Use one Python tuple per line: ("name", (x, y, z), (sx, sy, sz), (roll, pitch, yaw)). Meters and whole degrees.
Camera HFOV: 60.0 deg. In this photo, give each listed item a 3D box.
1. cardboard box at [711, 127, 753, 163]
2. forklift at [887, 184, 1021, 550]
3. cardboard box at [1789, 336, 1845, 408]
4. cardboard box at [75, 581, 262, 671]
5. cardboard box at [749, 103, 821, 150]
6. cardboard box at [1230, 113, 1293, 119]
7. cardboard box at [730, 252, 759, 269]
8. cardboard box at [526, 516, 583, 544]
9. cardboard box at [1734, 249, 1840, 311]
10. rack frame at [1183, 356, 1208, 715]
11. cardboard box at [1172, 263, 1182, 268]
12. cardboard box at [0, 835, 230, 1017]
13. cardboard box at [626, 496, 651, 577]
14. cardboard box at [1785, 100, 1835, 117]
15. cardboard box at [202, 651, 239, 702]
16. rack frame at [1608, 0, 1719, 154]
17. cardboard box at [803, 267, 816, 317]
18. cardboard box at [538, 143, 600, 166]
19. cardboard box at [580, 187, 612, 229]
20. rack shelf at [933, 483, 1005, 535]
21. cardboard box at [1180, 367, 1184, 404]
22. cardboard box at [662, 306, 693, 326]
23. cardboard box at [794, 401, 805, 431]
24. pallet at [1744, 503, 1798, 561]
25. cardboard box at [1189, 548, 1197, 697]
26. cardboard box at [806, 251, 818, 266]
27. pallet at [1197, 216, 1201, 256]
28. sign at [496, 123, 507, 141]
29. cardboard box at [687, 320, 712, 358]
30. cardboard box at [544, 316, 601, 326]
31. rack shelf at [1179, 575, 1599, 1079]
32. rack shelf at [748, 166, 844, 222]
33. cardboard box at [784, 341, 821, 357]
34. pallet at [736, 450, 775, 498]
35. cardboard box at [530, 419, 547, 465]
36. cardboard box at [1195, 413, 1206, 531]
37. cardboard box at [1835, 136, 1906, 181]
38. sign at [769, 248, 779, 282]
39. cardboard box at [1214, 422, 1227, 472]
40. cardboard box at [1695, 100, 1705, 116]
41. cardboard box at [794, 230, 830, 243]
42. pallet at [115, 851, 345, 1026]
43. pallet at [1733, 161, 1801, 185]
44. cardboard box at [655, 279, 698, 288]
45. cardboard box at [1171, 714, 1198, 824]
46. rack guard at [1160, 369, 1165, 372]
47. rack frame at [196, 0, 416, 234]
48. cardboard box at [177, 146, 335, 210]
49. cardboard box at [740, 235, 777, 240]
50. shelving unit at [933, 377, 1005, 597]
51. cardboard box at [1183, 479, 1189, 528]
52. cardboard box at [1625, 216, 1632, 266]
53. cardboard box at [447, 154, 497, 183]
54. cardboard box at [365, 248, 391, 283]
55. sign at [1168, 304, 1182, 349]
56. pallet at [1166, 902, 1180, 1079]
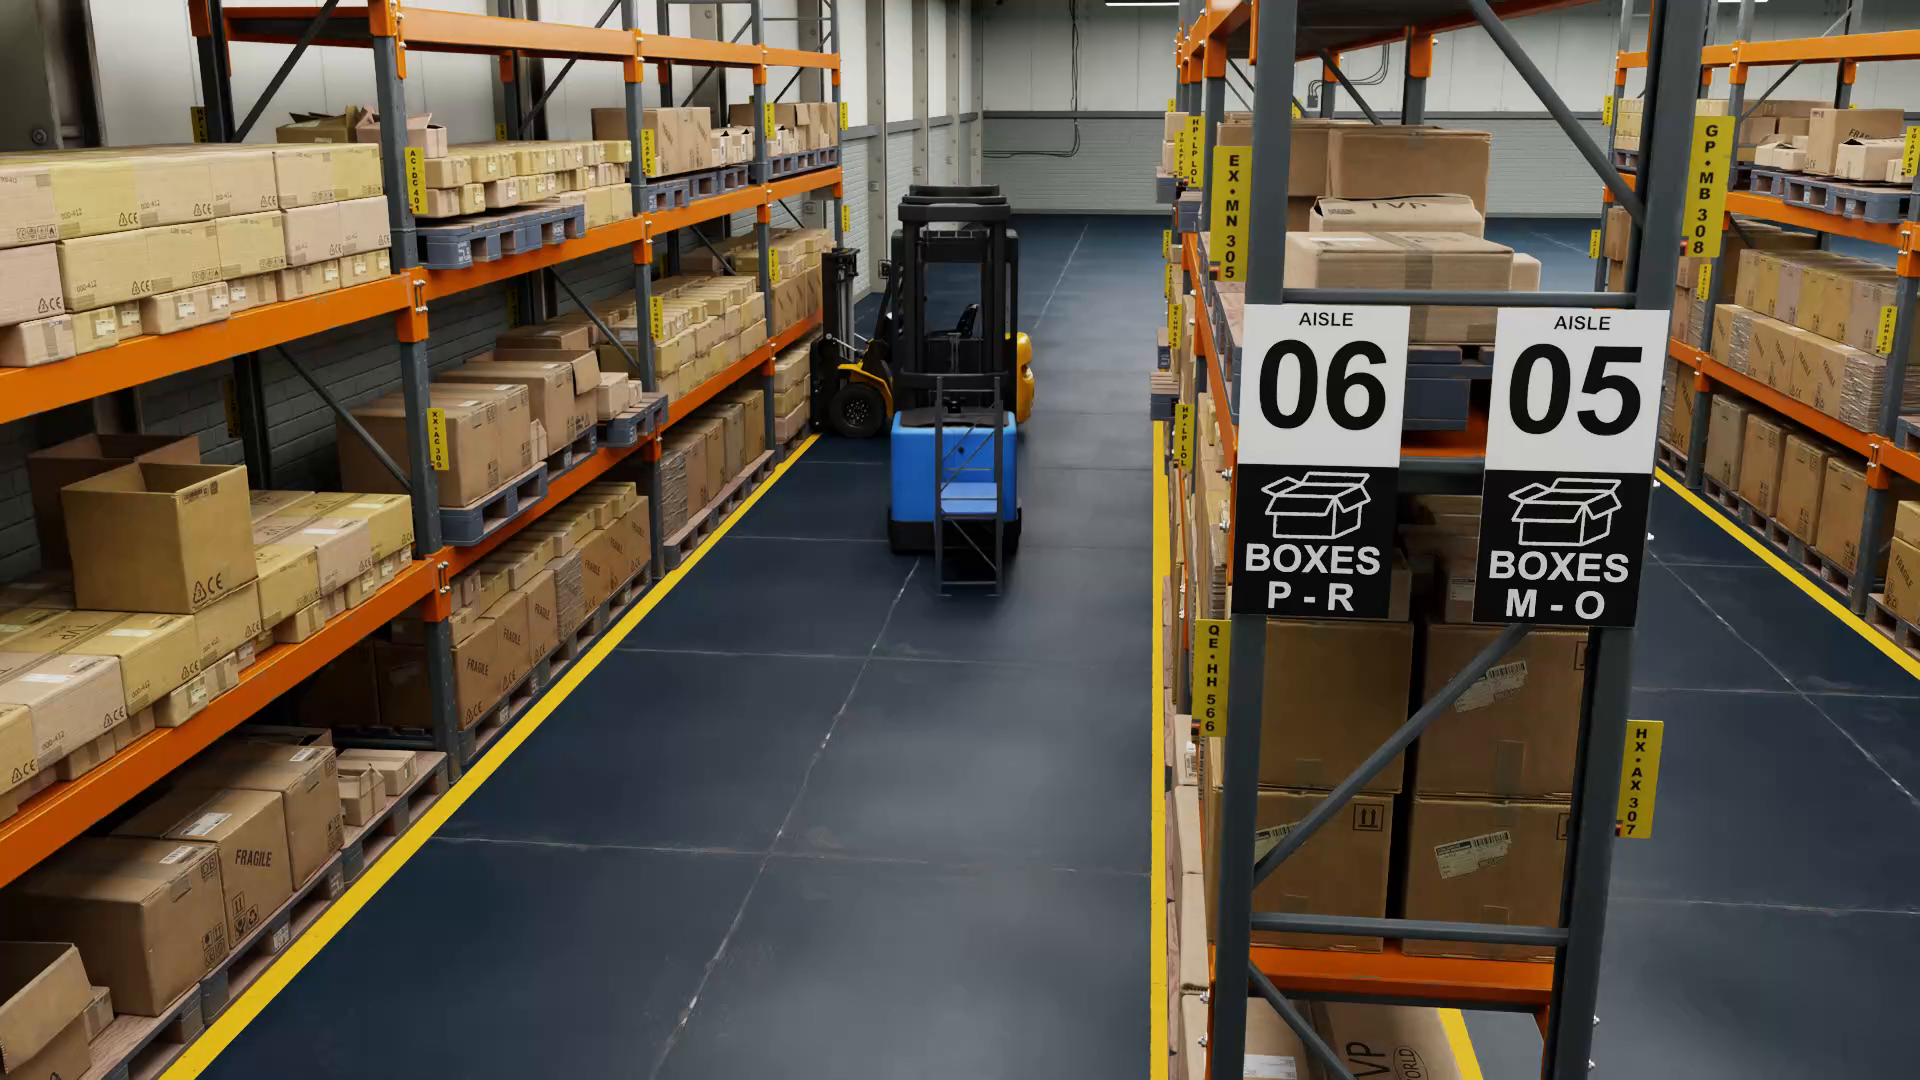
("cardboard box", (-2.215, -3.659, 15.377), (0.500, 0.311, 0.500), (1, 15, 4))
("forklift", (-0.046, -1.659, 14.683), (1.130, 2.935, 3.031), (0, 15, 0))
("cardboard box", (6.934, -1.328, 13.135), (0.500, 0.500, 0.500), (1, 15, 5))
("cardboard box", (-3.263, 0.338, 6.885), (0.500, 0.250, 0.500), (1, 15, 5))
("cardboard box", (-1.947, -4.598, 18.487), (0.700, 0.500, 0.500), (2, 15, 7))
("cardboard box", (2.525, -3.453, 13.965), (0.500, 0.250, 0.500), (2, 15, 7))
("cardboard box", (-2.122, -2.848, 16.945), (0.380, 0.149, 0.250), (2, 15, 7))
("cardboard box", (-2.807, -0.064, 11.393), (0.380, 0.149, 0.250), (1, 15, 5))
("cardboard box", (7.437, -2.335, 14.945), (0.700, 0.500, 0.500), (1, 15, 5))
("rack frame", (1.654, 0.022, 8.335), (1.000, 3.000, 0.127), (2, 15, 6))
("cardboard box", (2.219, -2.334, 15.483), (0.500, 0.500, 0.500), (2, 15, 8))
("cardboard box", (-3.431, 1.542, 6.699), (0.700, 0.500, 0.500), (2, 15, 9))
("cardboard box", (-2.661, -0.041, 12.551), (0.500, 0.500, 0.500), (2, 15, 8))
("cardboard box", (7.866, -3.980, 15.347), (0.380, 0.149, 0.250), (2, 15, 7))
("cardboard box", (-3.215, 0.557, 6.838), (0.380, 0.149, 0.250), (2, 15, 8))
("rack frame", (7.938, -5.867, 18.619), (1.000, 3.000, 0.127), (2, 15, 6))
("cardboard box", (-1.890, -2.751, 18.397), (0.500, 0.500, 0.500), (2, 15, 7))
("cardboard box", (-2.686, -2.639, 11.382), (0.380, 0.149, 0.250), (1, 15, 4))
("cardboard box", (-2.699, -2.266, 11.336), (0.500, 0.250, 0.500), (2, 15, 6))
("rack shelf", (0.066, -0.259, 12.934), (0.538, 0.185, 1.000), (0, 15, 0))
("cardboard box", (1.803, -1.060, 11.667), (0.500, 0.250, 0.500), (2, 15, 6))
("cardboard box", (-2.450, -1.867, 13.886), (0.380, 0.149, 0.250), (2, 15, 7))
("cardboard box", (-1.950, -1.322, 17.766), (0.500, 0.250, 0.500), (1, 15, 5))
("pallet", (7.340, -0.068, 14.008), (1.003, 0.211, 1.213), (2, 15, 6))
("cardboard box", (1.218, 0.347, 6.942), (0.500, 0.500, 0.500), (2, 15, 7))
("cardboard box", (-1.805, -3.165, 18.688), (0.380, 0.149, 0.250), (2, 15, 7))
("pallet", (1.709, -1.573, 8.853), (0.805, 0.209, 1.217), (1, 15, 4))
("sign", (-3.377, -2.915, 12.307), (0.100, 0.325, 0.005), (2, 15, 6))
("cardboard box", (-2.399, -1.703, 14.042), (0.500, 0.250, 0.500), (1, 15, 5))
("cardboard box", (-3.072, -1.684, 13.208), (0.380, 0.149, 0.250), (2, 15, 8))
("rack shelf", (1.429, 0.888, 6.510), (1.077, 0.370, 4.000), (2, 15, 6))
("rack shelf", (-2.150, -3.818, 18.166), (1.077, 0.370, 4.000), (2, 15, 6))
("cardboard box", (-1.829, -2.070, 18.619), (0.500, 0.250, 0.500), (1, 15, 5))
("pallet", (-2.420, -0.660, 16.198), (1.003, 0.211, 1.213), (2, 15, 6))
("cardboard box", (-2.740, -0.610, 10.125), (0.396, 0.266, 0.258), (2, 15, 9))
("cardboard box", (1.297, -0.262, 7.277), (0.500, 0.500, 0.500), (1, 15, 6))
("cardboard box", (6.855, -2.832, 12.317), (0.500, 0.311, 0.500), (2, 15, 6))
("sign", (-1.835, -2.706, 16.355), (0.100, 0.325, 0.005), (2, 15, 6))
("cardboard box", (1.170, -0.354, 6.373), (0.380, 0.149, 0.250), (2, 15, 6))
("cardboard box", (7.269, -4.131, 15.904), (0.380, 0.149, 0.250), (2, 15, 6))
("cardboard box", (-1.752, -3.577, 19.639), (0.380, 0.149, 0.250), (2, 15, 6))
("pallet", (-3.492, 1.718, 7.404), (1.003, 0.211, 1.213), (2, 15, 6))
("pallet", (7.590, -3.550, 15.969), (1.003, 0.211, 1.213), (2, 15, 6))
("cardboard box", (-2.710, -2.407, 15.882), (0.380, 0.149, 0.250), (1, 15, 4))
("cardboard box", (1.477, 1.216, 8.024), (0.875, 0.438, 0.875), (1, 15, 5))
("rack guard", (3.000, -1.864, 20.098), (1.175, 0.500, 0.348), (2, 15, 6))
("rack frame", (-3.278, -3.019, 8.089), (1.000, 3.000, 0.127), (2, 15, 6))
("cardboard box", (-3.144, -1.614, 7.398), (0.500, 0.250, 0.500), (1, 15, 5))
("cardboard box", (-2.300, -3.391, 18.953), (0.380, 0.149, 0.250), (2, 15, 8))
("shelving unit", (0.066, -0.432, 12.887), (0.538, 1.500, 1.048), (0, 15, 0))
("cardboard box", (1.513, -0.162, 9.300), (0.500, 0.250, 0.500), (1, 15, 5))
("cardboard box", (7.689, -3.183, 17.830), (0.875, 0.550, 0.550), (2, 15, 6))
("cardboard box", (-2.778, -2.045, 9.147), (0.380, 0.149, 0.250), (1, 15, 5))
("cardboard box", (-3.025, -1.348, 8.136), (0.380, 0.149, 0.250), (2, 15, 6))
("sign", (1.566, -1.550, 12.081), (0.100, 0.325, 0.005), (2, 15, 6))
("pallet", (1.356, 1.880, 6.804), (1.003, 0.211, 1.213), (2, 15, 6))
